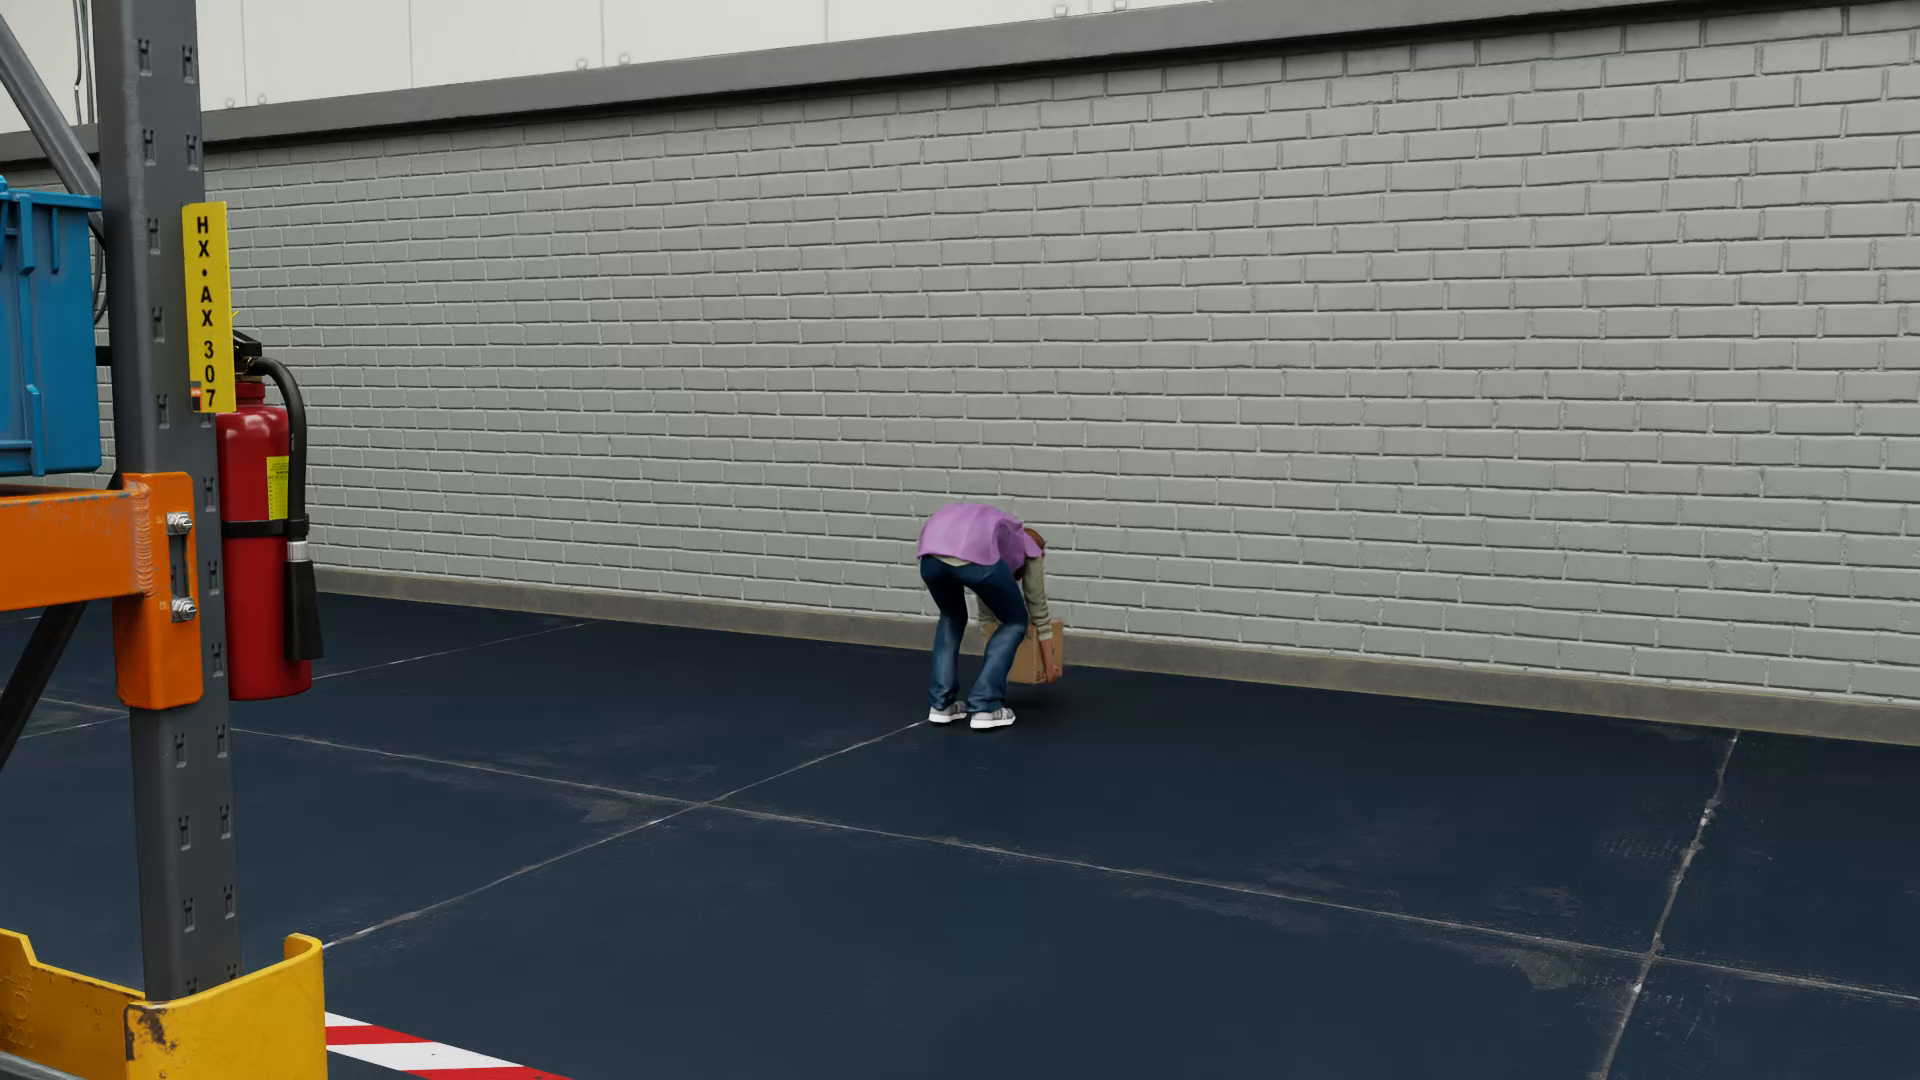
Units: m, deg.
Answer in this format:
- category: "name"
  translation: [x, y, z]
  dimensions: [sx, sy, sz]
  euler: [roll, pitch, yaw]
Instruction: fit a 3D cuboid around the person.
- category: "person"
  translation: [0.126, 0.292, 7.003]
  dimensions: [0.416, 0.923, 0.860]
  euler: [3, 7, 29]
